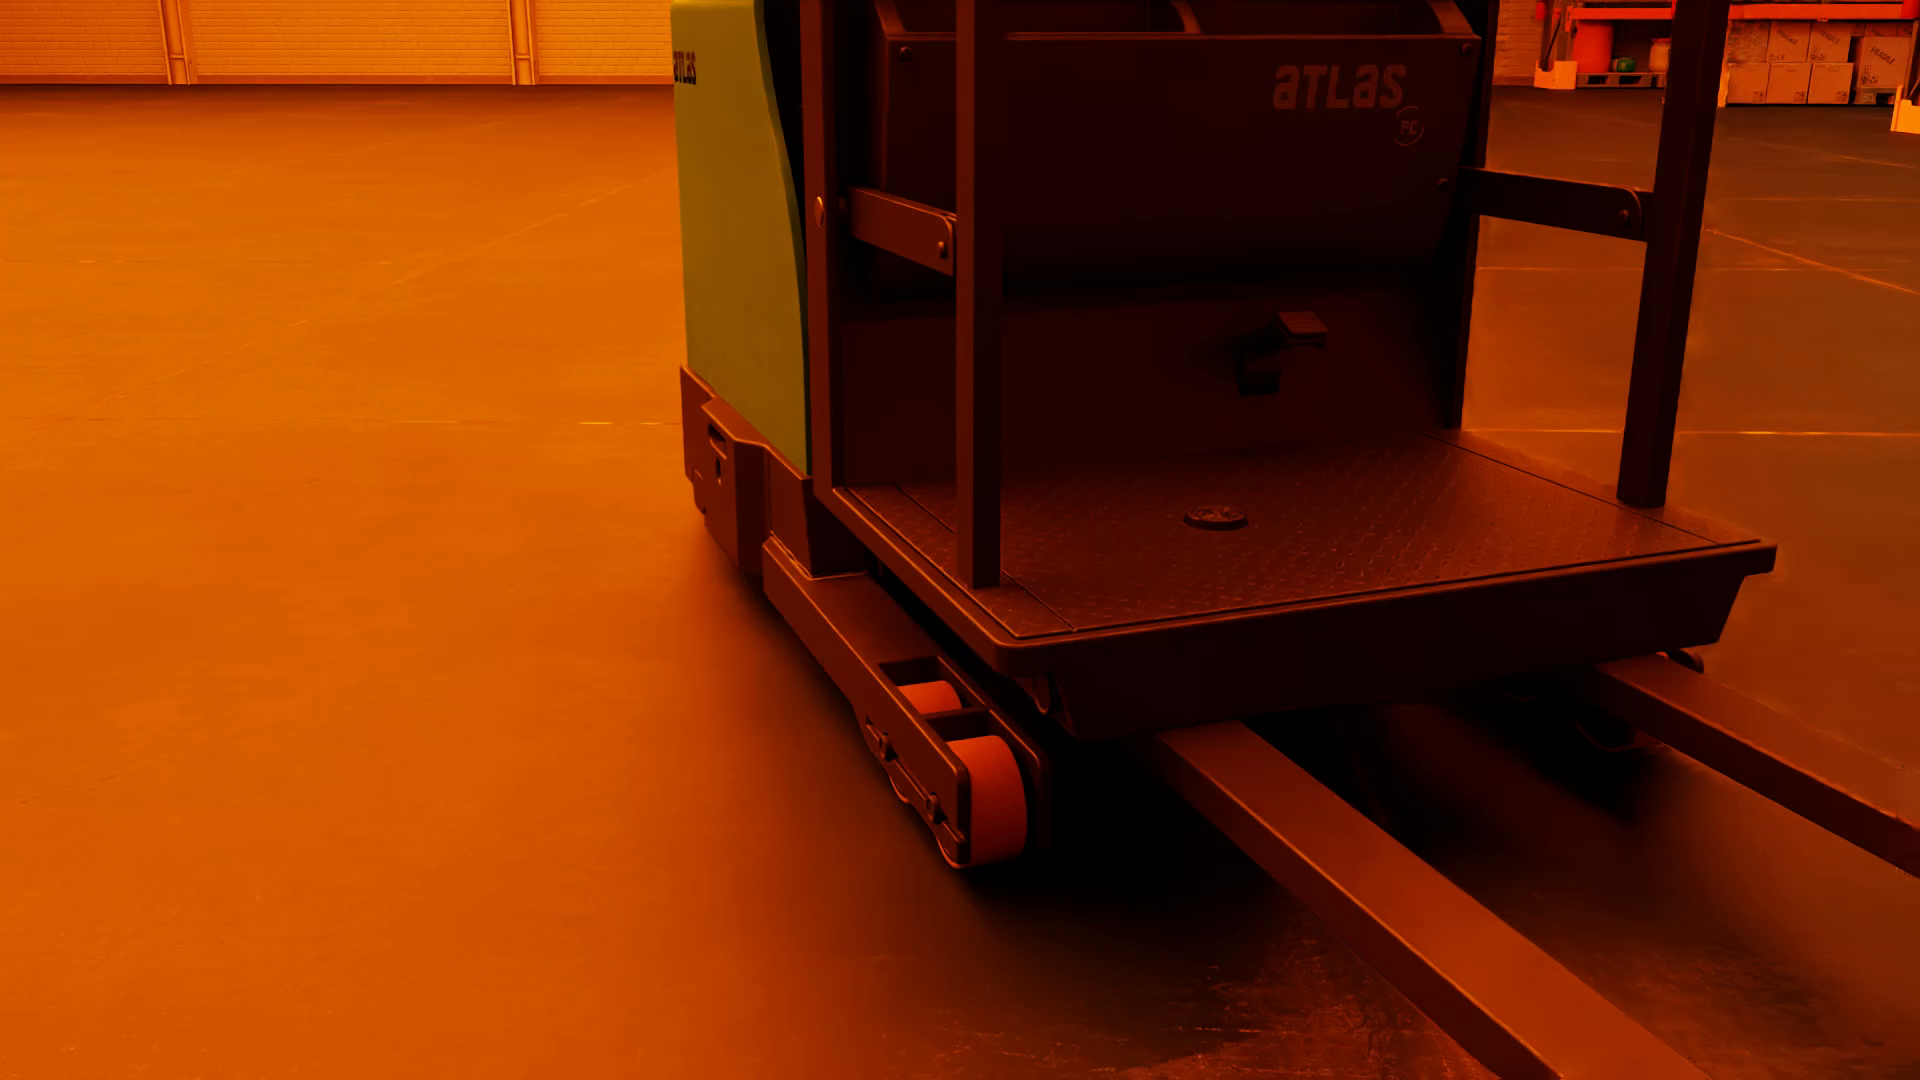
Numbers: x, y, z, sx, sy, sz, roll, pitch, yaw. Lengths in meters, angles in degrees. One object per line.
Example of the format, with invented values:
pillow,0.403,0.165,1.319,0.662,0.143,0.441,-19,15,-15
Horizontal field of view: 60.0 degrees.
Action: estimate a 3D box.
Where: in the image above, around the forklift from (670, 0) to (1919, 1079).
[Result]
forklift,0.393,-1.129,2.066,1.130,2.935,3.031,-6,18,-19
